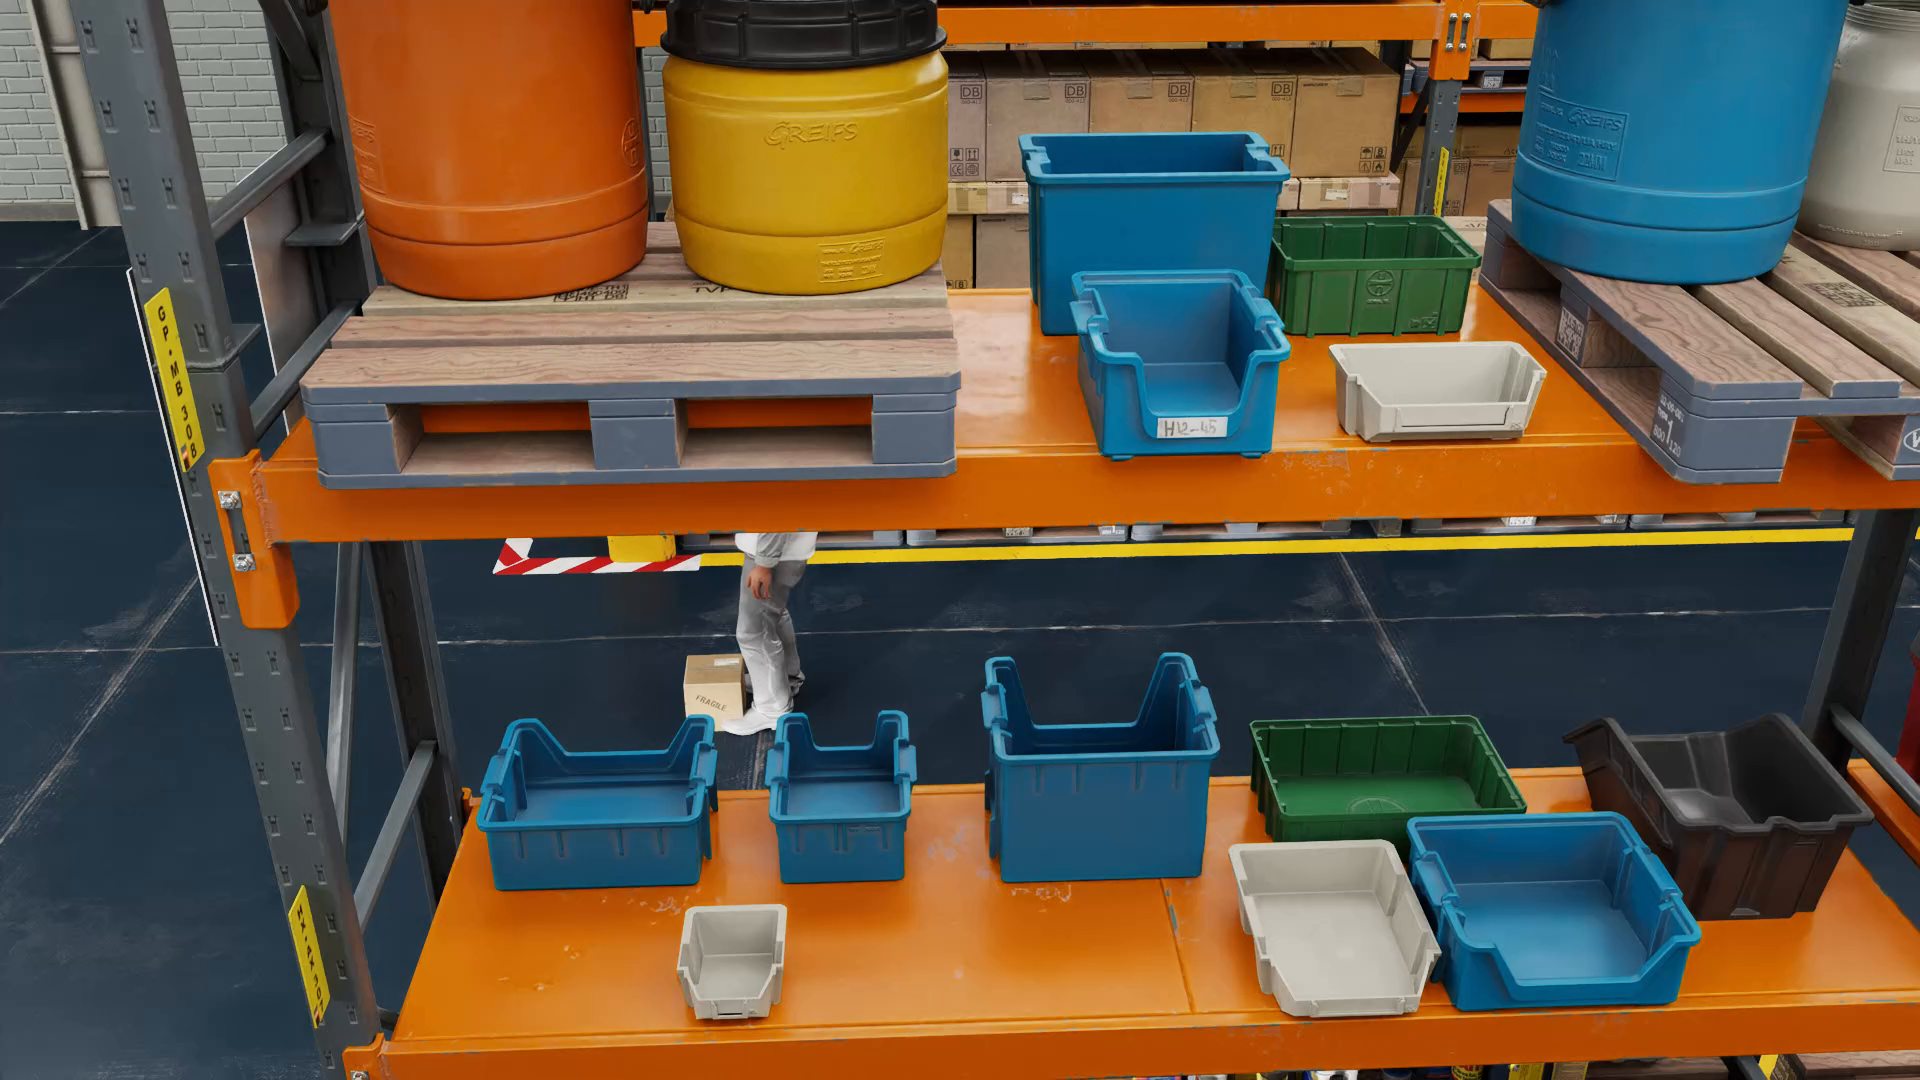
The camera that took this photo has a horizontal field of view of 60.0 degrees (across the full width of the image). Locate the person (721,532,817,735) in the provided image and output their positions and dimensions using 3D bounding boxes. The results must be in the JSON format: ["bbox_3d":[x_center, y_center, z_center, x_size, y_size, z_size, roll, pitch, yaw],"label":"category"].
[{"bbox_3d":[-0.835,-0.006,7.102,0.473,1.771,0.581,-2,27,-5],"label":"person"}]
